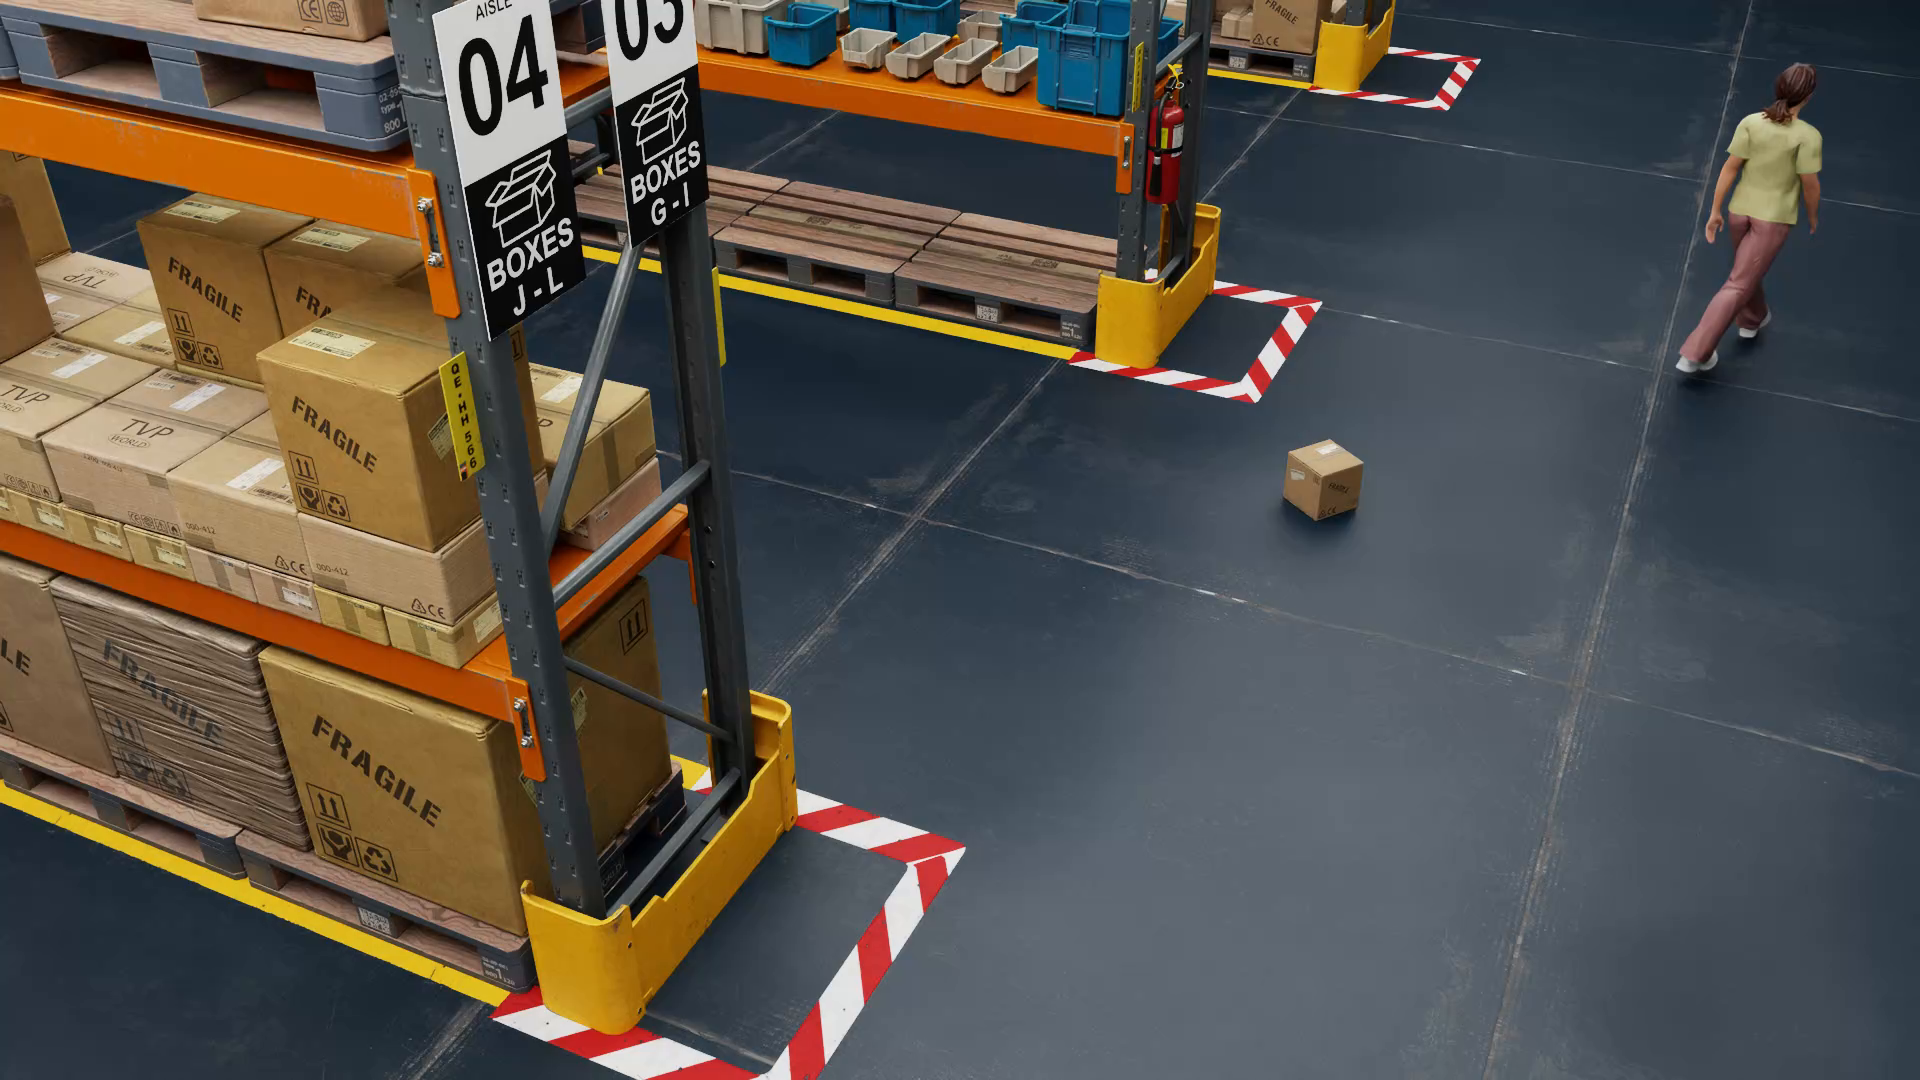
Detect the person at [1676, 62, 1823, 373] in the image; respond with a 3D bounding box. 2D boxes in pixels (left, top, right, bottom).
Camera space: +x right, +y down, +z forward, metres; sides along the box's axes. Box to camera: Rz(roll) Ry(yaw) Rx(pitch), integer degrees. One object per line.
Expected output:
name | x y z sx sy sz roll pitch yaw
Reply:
person | 4.228 -1.699 8.671 1.010 1.612 0.448 -21 39 -28
